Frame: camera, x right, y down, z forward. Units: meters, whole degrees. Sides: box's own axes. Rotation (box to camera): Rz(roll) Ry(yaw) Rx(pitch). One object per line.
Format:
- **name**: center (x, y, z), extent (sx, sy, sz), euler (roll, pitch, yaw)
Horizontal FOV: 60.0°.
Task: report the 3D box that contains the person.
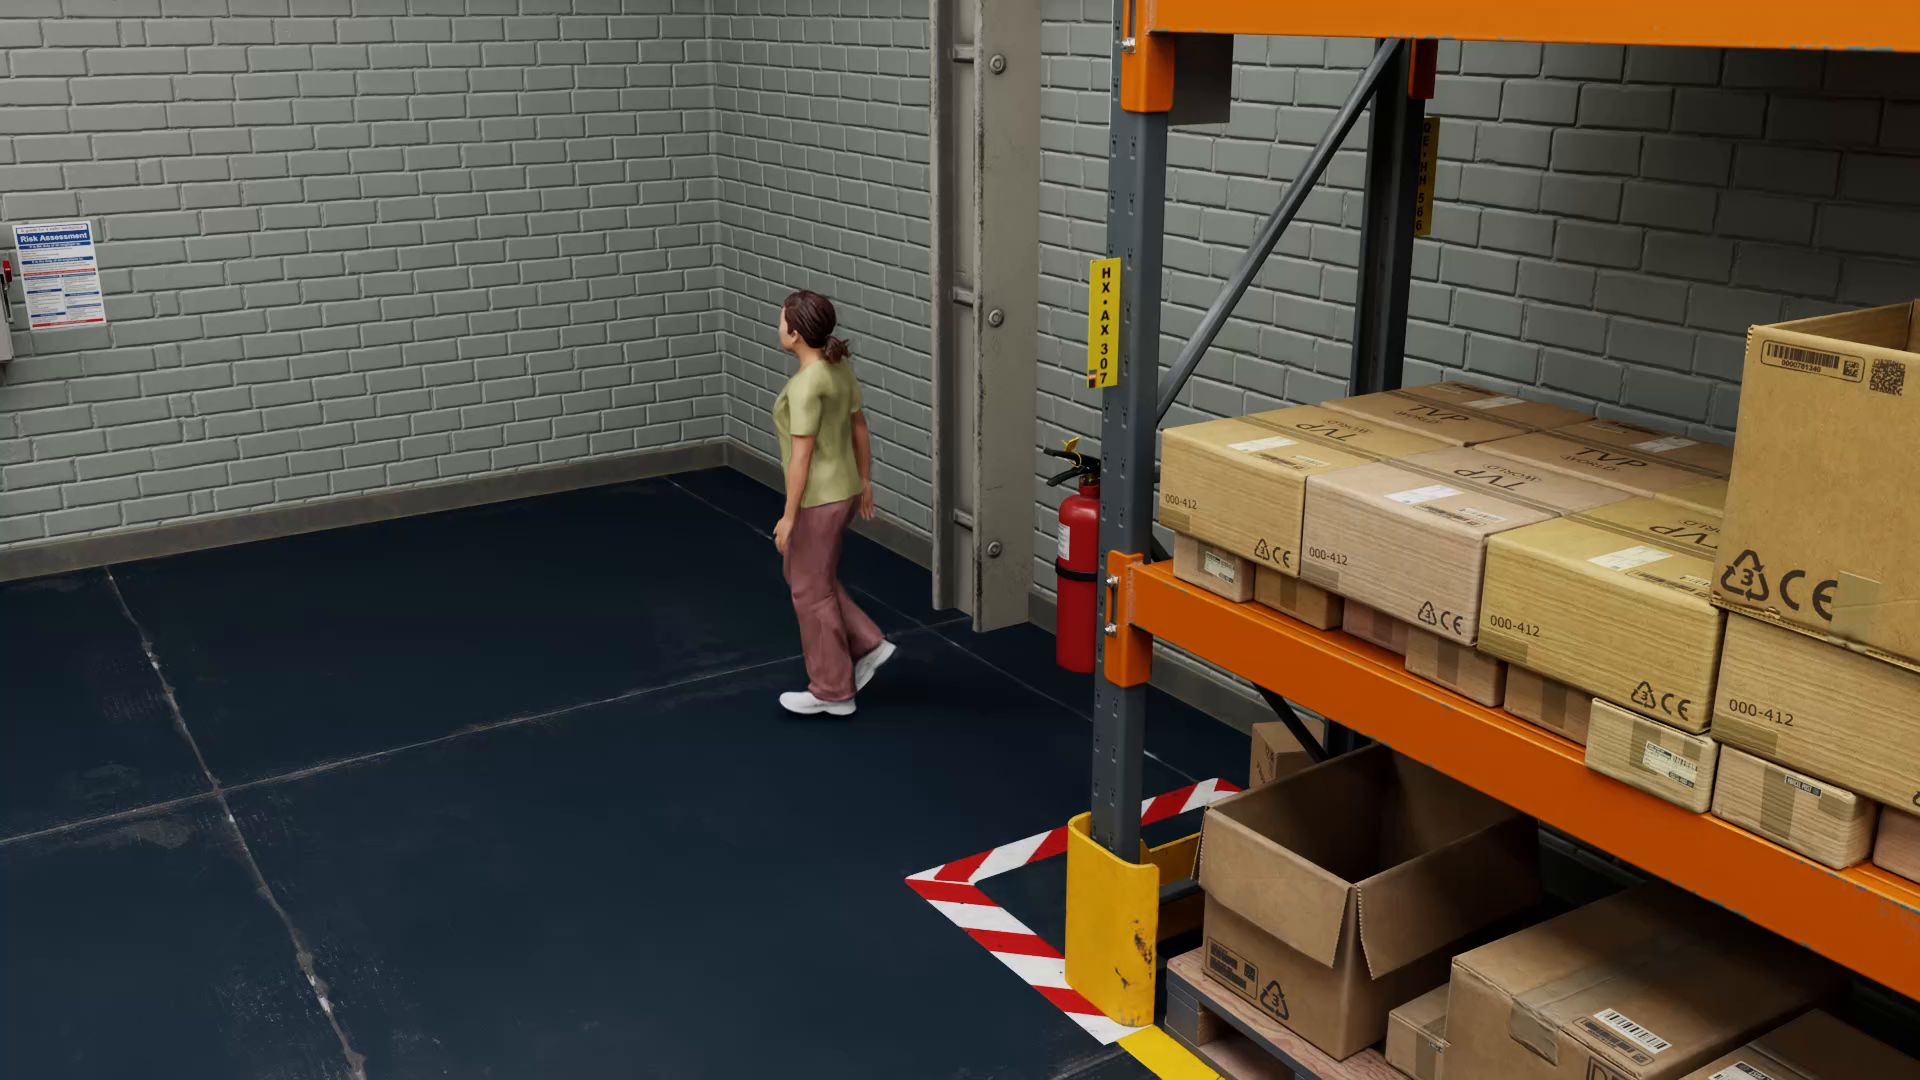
- **person**: center (-0.506, -0.134, 6.401), extent (0.482, 1.659, 0.500), euler (5, 19, 16)
